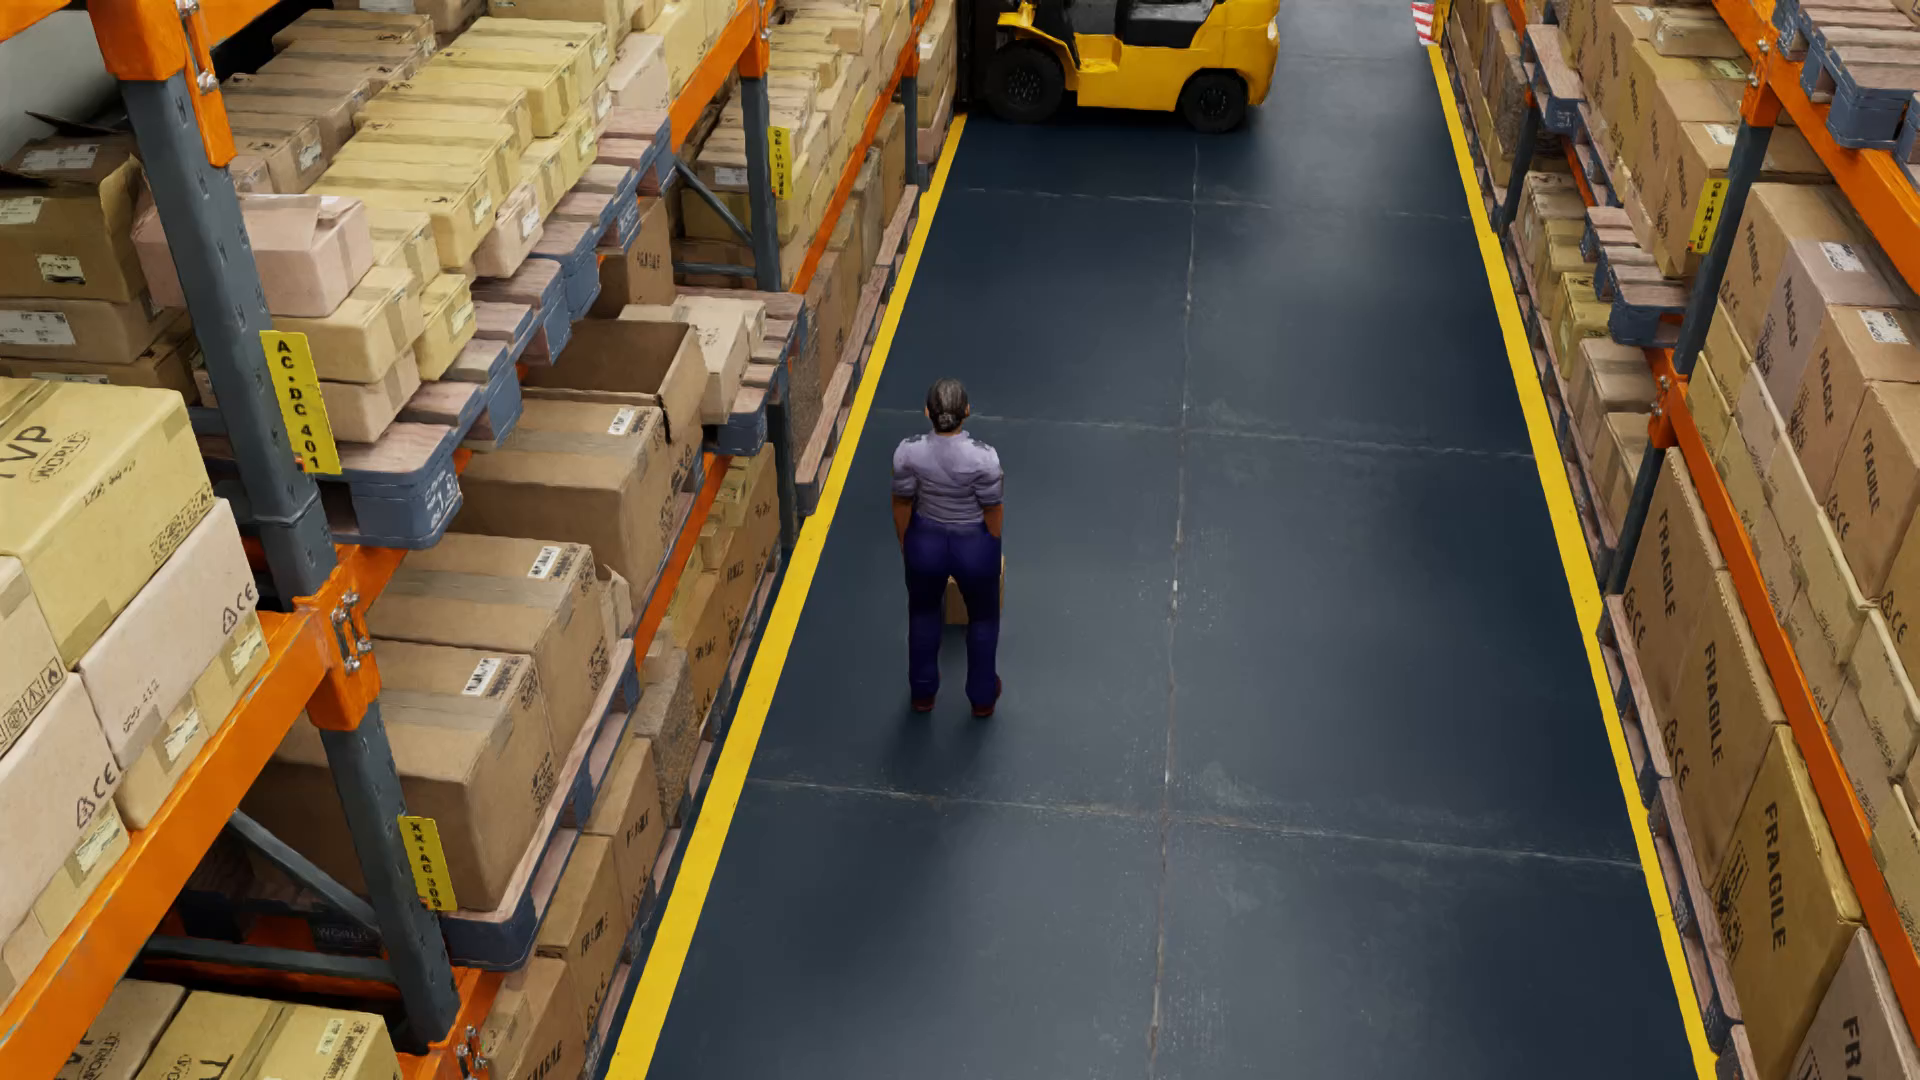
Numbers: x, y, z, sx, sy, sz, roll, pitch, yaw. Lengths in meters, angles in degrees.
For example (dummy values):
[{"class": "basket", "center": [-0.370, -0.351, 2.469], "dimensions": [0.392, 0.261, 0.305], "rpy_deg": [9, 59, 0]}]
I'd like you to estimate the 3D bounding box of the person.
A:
[{"class": "person", "center": [-0.049, 0.036, 7.012], "dimensions": [0.471, 1.641, 0.341], "rpy_deg": [5, 37, 7]}]
